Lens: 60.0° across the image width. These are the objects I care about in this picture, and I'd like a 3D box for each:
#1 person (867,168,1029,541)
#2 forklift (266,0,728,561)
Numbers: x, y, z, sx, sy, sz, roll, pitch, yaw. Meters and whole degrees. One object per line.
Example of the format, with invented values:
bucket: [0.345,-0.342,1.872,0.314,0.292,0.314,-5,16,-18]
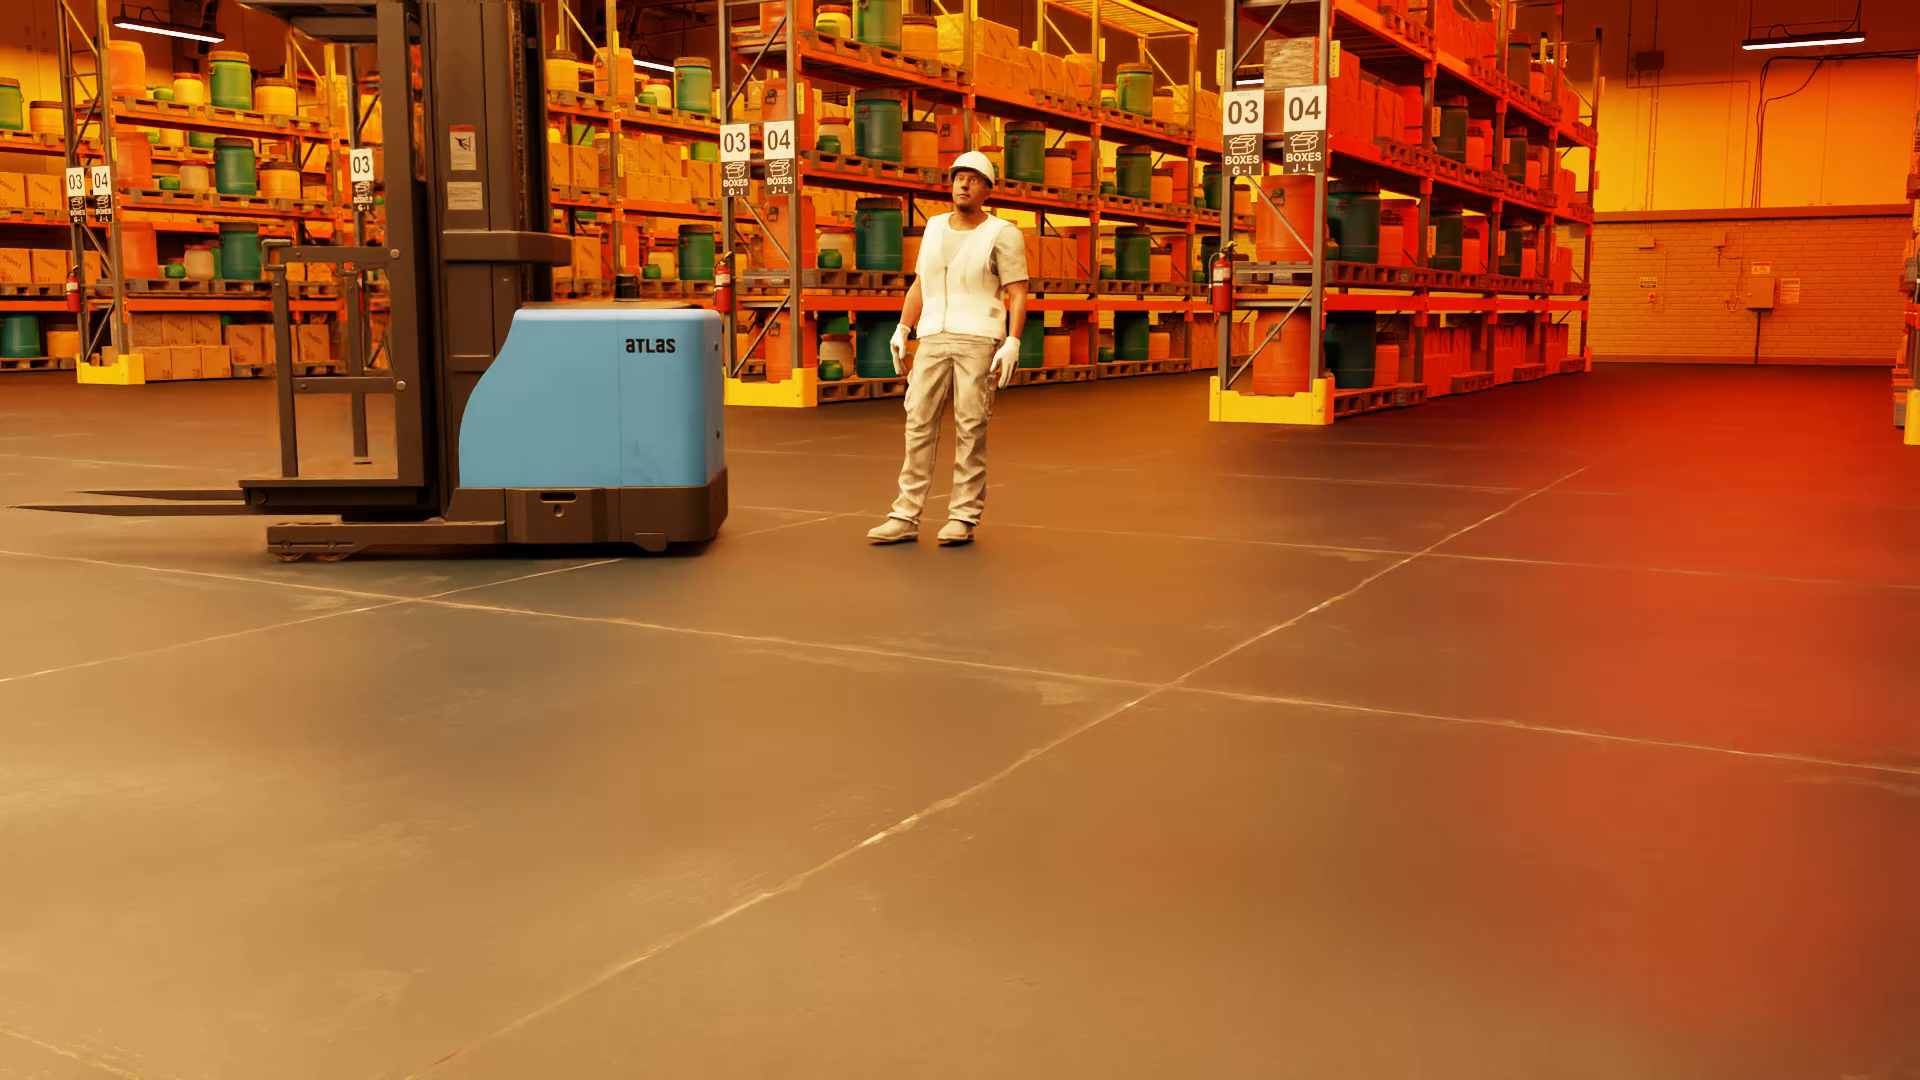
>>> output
person: [-0.042,-0.864,7.636,0.656,1.744,0.577,4,9,29]
forklift: [-2.631,-1.434,7.482,3.031,2.935,1.130,0,8,-3]
